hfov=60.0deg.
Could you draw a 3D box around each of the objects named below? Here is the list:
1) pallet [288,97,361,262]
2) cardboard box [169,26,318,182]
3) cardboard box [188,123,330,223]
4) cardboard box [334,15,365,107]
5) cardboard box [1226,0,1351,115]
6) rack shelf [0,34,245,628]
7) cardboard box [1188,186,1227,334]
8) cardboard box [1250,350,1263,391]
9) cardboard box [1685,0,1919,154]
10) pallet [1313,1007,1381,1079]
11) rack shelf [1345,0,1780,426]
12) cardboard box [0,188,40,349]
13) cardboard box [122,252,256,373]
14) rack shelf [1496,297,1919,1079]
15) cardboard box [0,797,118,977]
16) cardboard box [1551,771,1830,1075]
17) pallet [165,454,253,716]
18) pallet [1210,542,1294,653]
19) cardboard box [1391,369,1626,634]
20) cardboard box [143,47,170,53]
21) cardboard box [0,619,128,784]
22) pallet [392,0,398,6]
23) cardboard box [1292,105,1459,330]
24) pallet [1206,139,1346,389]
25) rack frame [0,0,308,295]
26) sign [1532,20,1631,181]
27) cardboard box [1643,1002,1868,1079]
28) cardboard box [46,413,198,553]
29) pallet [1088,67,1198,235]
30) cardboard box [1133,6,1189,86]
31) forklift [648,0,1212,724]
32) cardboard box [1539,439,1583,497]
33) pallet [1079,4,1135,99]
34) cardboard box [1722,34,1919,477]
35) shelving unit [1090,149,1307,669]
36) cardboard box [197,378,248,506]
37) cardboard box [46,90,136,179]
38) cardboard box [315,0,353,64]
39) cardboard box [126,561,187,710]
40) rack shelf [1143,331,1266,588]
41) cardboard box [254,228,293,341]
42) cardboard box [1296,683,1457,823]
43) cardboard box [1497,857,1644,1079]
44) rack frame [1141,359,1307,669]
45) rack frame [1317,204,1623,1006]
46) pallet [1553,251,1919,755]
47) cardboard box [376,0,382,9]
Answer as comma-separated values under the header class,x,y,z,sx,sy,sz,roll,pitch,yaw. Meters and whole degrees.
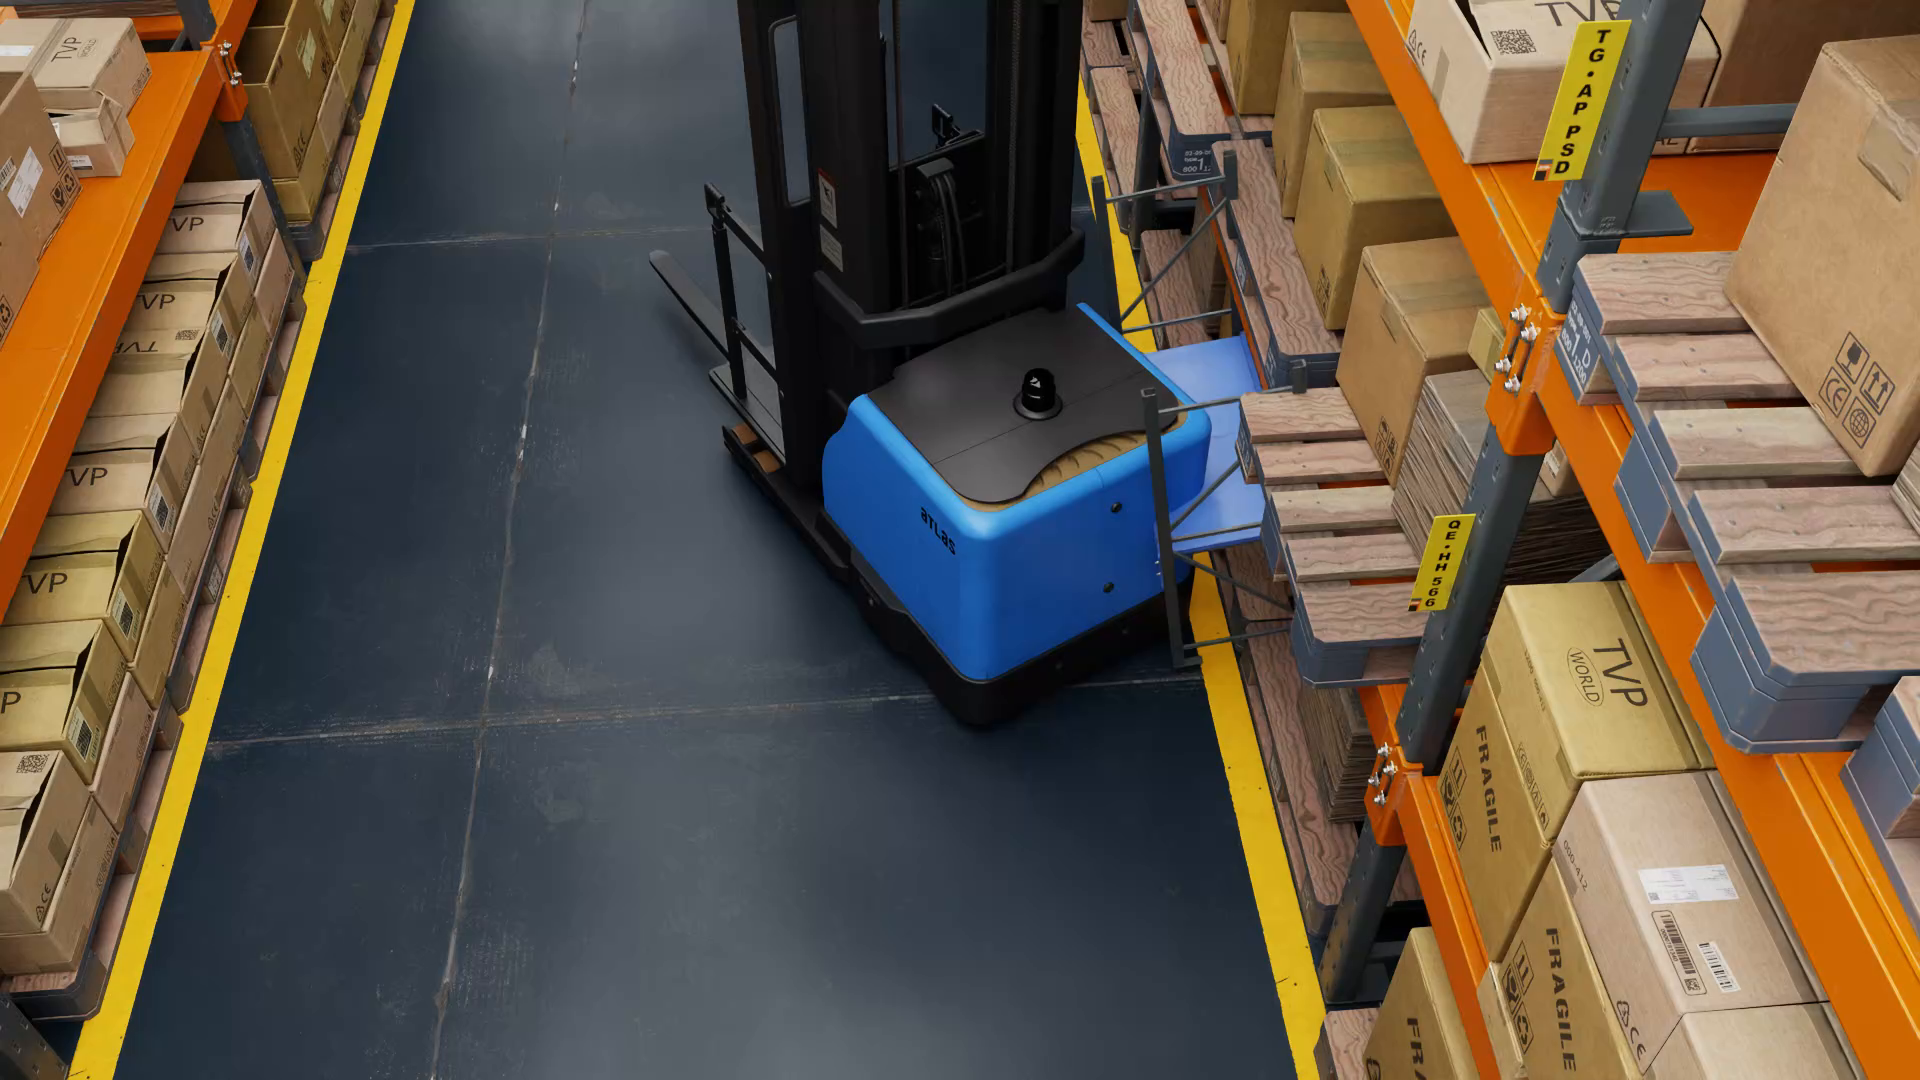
class,x,y,z,sx,sy,sz,roll,pitch,yaw
pallet,-3.629,-1.822,8.330,1.003,0.211,1.213,-3,47,-3
cardboard box,-3.331,-2.014,7.679,0.500,0.500,0.500,-3,47,-3
cardboard box,-3.341,-1.755,7.951,0.500,0.250,0.500,-3,47,-3
cardboard box,-3.414,-2.479,8.637,0.500,0.250,0.500,-3,47,-3
cardboard box,1.380,-1.917,6.128,0.700,0.500,0.500,1,47,1
rack shelf,-3.437,-0.508,5.661,1.077,0.370,4.000,-3,47,-3
cardboard box,1.410,-1.266,7.302,0.700,0.500,0.500,-2,47,-2
cardboard box,1.506,-0.524,6.599,0.700,0.500,0.500,-3,47,-3
cardboard box,1.835,-1.220,3.691,0.500,0.500,0.500,-3,47,-3
pallet,1.657,1.922,4.785,1.003,0.211,1.213,-3,47,-3
rack shelf,1.499,-1.843,4.859,1.077,0.370,4.000,-3,47,-3
cardboard box,-3.470,-0.937,5.502,0.500,0.500,0.500,-3,47,-3
cardboard box,-3.235,-0.943,6.795,0.500,0.311,0.500,-2,47,-2
rack shelf,1.834,1.051,2.118,1.077,0.370,4.000,-3,47,-3
cardboard box,-3.021,1.096,5.251,0.500,0.250,0.500,-4,47,-3
cardboard box,1.493,0.719,3.199,0.500,0.250,0.500,-4,47,-4
pallet,-3.398,0.172,6.442,1.003,0.211,1.213,-3,47,-3
pallet,1.504,-0.099,6.699,1.003,0.211,1.213,-3,47,-3
cardboard box,1.617,-0.137,4.442,0.700,0.500,0.500,-8,47,-8
cardboard box,-3.891,-2.344,7.992,0.500,0.500,0.500,-3,47,-3
cardboard box,-3.073,0.524,5.407,0.500,0.311,0.500,-5,47,-4
pallet,-3.833,-3.587,10.002,1.003,0.211,1.213,-3,47,-3
cardboard box,1.491,-1.037,5.295,0.700,0.500,0.500,-3,47,-3
pallet,1.460,-0.976,5.740,1.003,0.211,1.213,-3,47,-3
rack frame,-3.604,-2.202,6.770,1.000,3.000,0.127,-3,47,-3
sign,1.126,-0.790,3.010,0.100,0.325,0.005,-3,47,-3
cardboard box,1.539,1.081,2.856,0.500,0.250,0.500,-3,47,-3
cardboard box,-3.157,-0.218,6.108,0.500,0.311,0.500,-4,47,-4
pallet,1.240,-2.031,8.528,1.003,0.211,1.213,-3,47,-3
cardboard box,1.205,-2.546,8.514,0.500,0.500,0.500,-7,47,-6
forklift,-0.341,-1.390,6.048,1.130,2.935,3.031,-25,52,-22
cardboard box,1.608,-0.269,4.120,0.380,0.149,0.250,-9,47,-8
pallet,1.135,-2.916,9.366,1.003,0.211,1.213,-3,47,-3
cardboard box,1.764,-0.489,2.709,0.700,0.500,0.500,-7,47,-6
shelving unit,0.867,-0.427,5.933,0.538,1.500,1.048,-10,51,4
cardboard box,-3.197,-0.383,6.651,0.500,0.250,0.500,-3,47,-2
cardboard box,-3.348,-1.531,6.227,0.396,0.266,0.258,-5,47,-4
cardboard box,-3.415,-2.737,8.365,0.500,0.500,0.500,-3,47,-3
cardboard box,-3.113,0.356,5.951,0.500,0.250,0.500,-5,47,-4
rack shelf,0.897,-0.317,6.072,0.538,0.185,1.000,-10,51,4
cardboard box,-3.281,-1.119,7.348,0.500,0.250,0.500,-4,47,-4
cardboard box,1.554,0.578,5.555,0.700,0.500,0.500,-3,47,-3
cardboard box,1.487,0.991,3.458,0.500,0.500,0.500,-2,47,-2
rack frame,0.919,-0.034,5.614,0.500,1.500,0.032,-10,51,4
rack frame,1.667,0.388,4.317,1.000,3.000,0.127,-3,47,-3
pallet,1.773,-0.116,2.858,1.213,0.211,1.003,-2,47,-1
cardboard box,-3.502,-3.203,9.322,0.500,0.250,0.500,-3,47,-3
